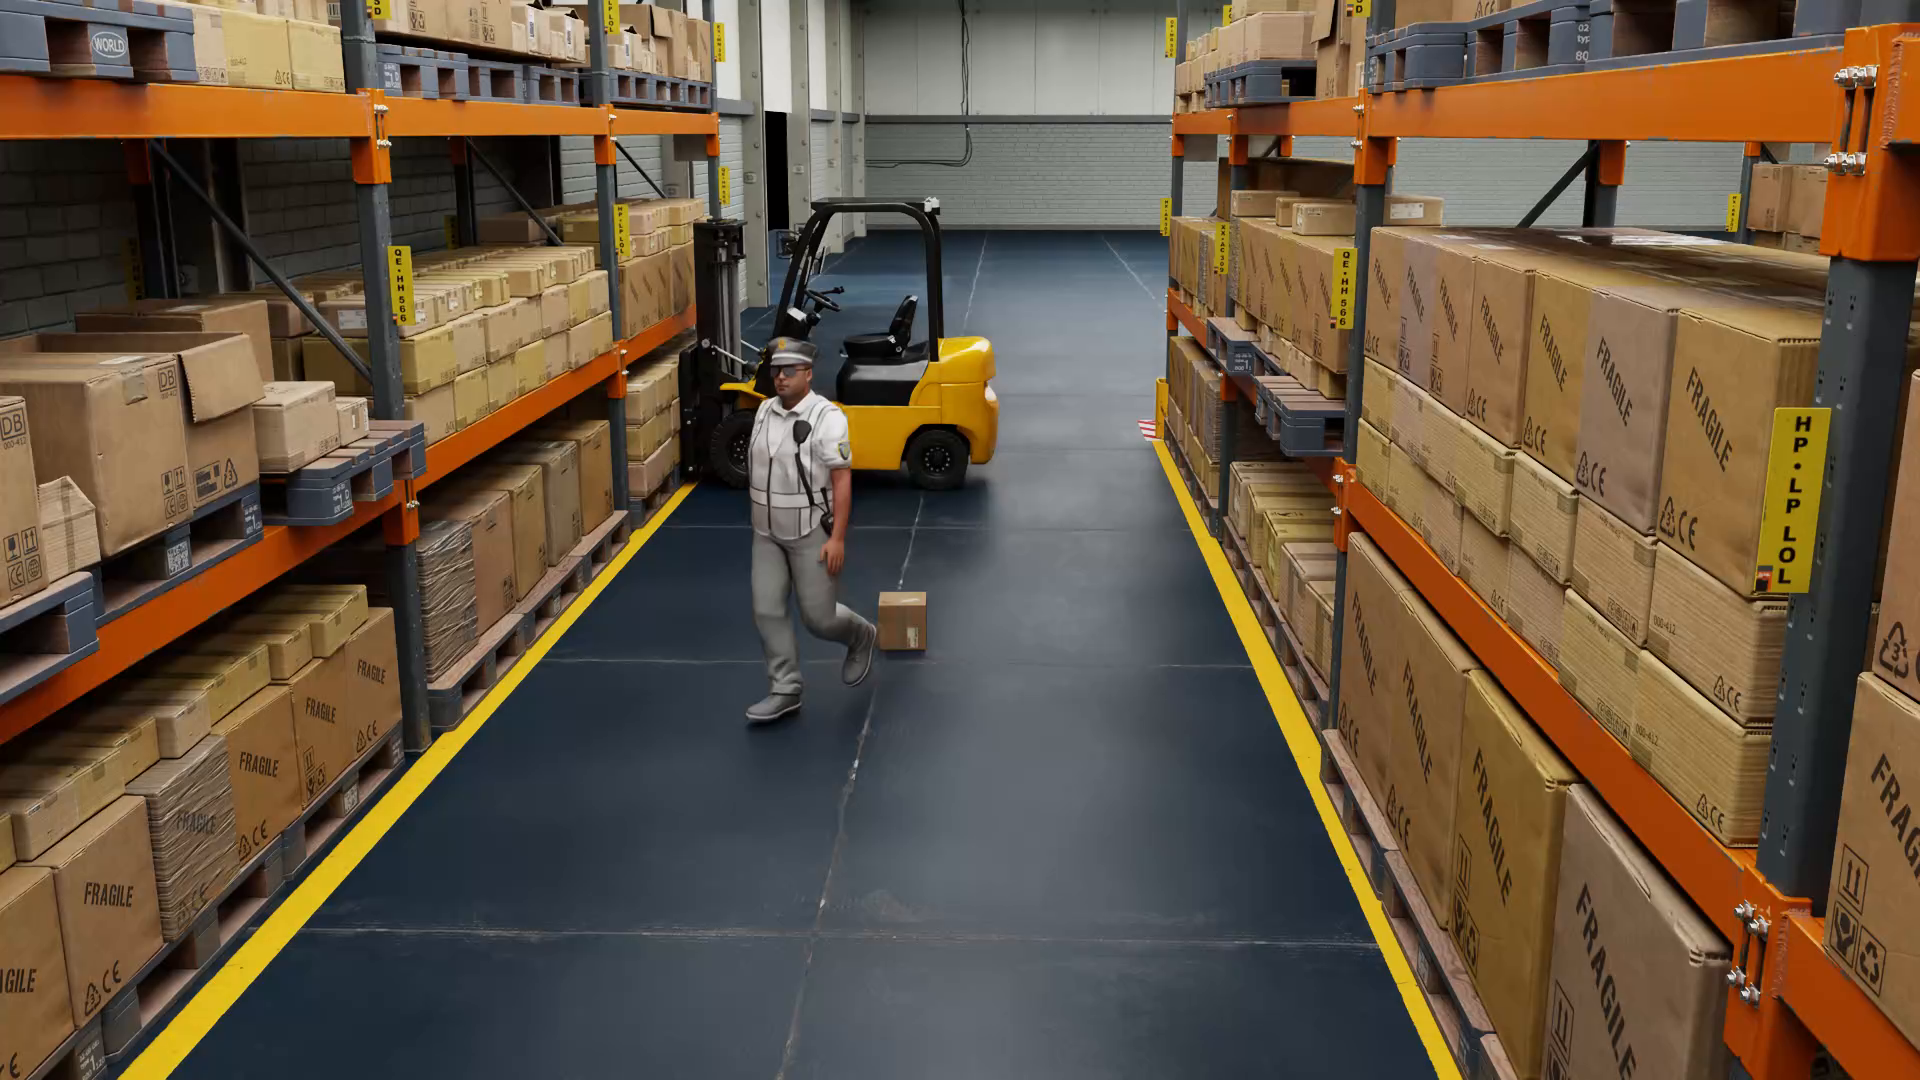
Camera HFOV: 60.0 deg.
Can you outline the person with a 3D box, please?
[{"bbox_3d":[-0.713,-0.073,7.670,0.542,1.748,0.738,9,16,31],"label":"person"}]
